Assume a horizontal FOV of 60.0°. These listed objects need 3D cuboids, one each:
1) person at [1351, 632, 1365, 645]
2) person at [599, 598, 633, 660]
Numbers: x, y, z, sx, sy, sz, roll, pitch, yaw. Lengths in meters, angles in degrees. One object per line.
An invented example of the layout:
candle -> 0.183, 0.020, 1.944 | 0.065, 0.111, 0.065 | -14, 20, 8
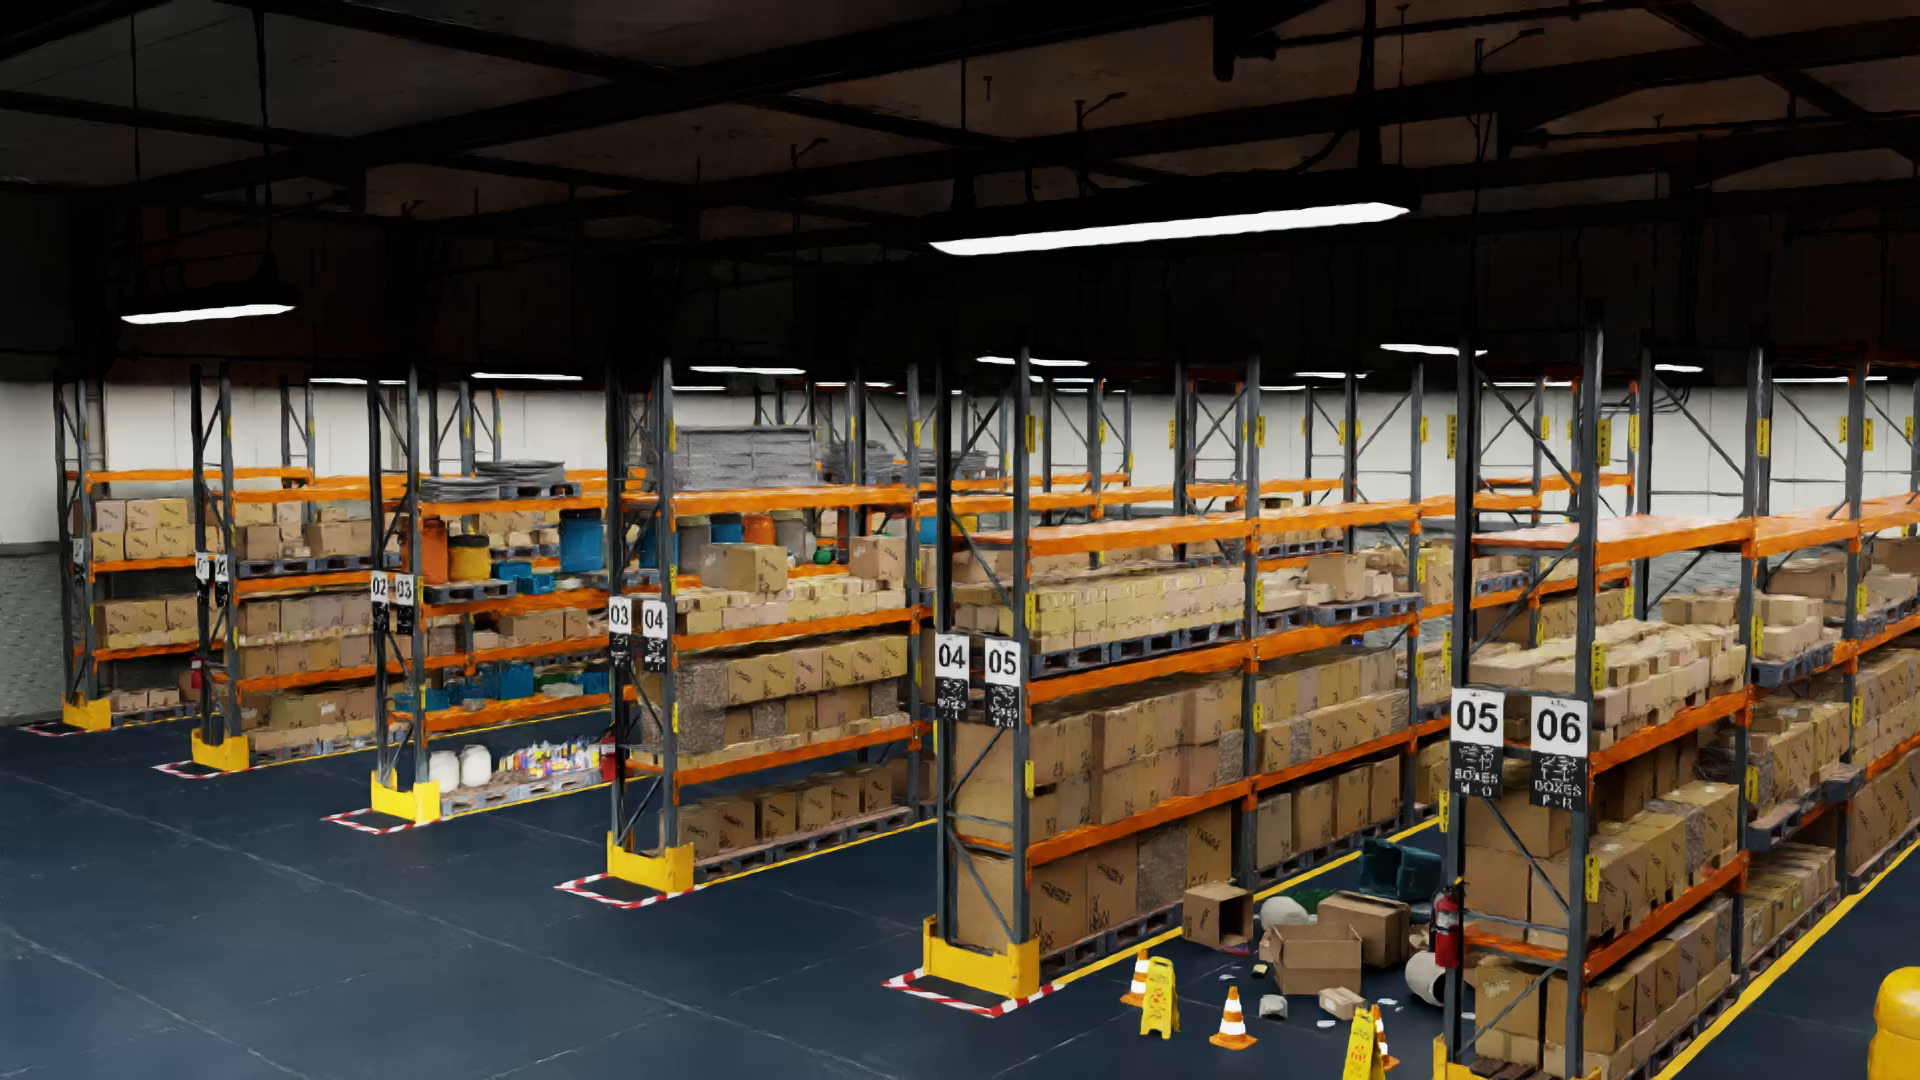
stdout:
person -> 6.721, 2.287, 28.217 | 0.366, 1.666, 0.525 | 4, 6, 43
person -> -7.041, 1.898, 33.754 | 0.553, 1.669, 1.030 | 3, 5, 39
